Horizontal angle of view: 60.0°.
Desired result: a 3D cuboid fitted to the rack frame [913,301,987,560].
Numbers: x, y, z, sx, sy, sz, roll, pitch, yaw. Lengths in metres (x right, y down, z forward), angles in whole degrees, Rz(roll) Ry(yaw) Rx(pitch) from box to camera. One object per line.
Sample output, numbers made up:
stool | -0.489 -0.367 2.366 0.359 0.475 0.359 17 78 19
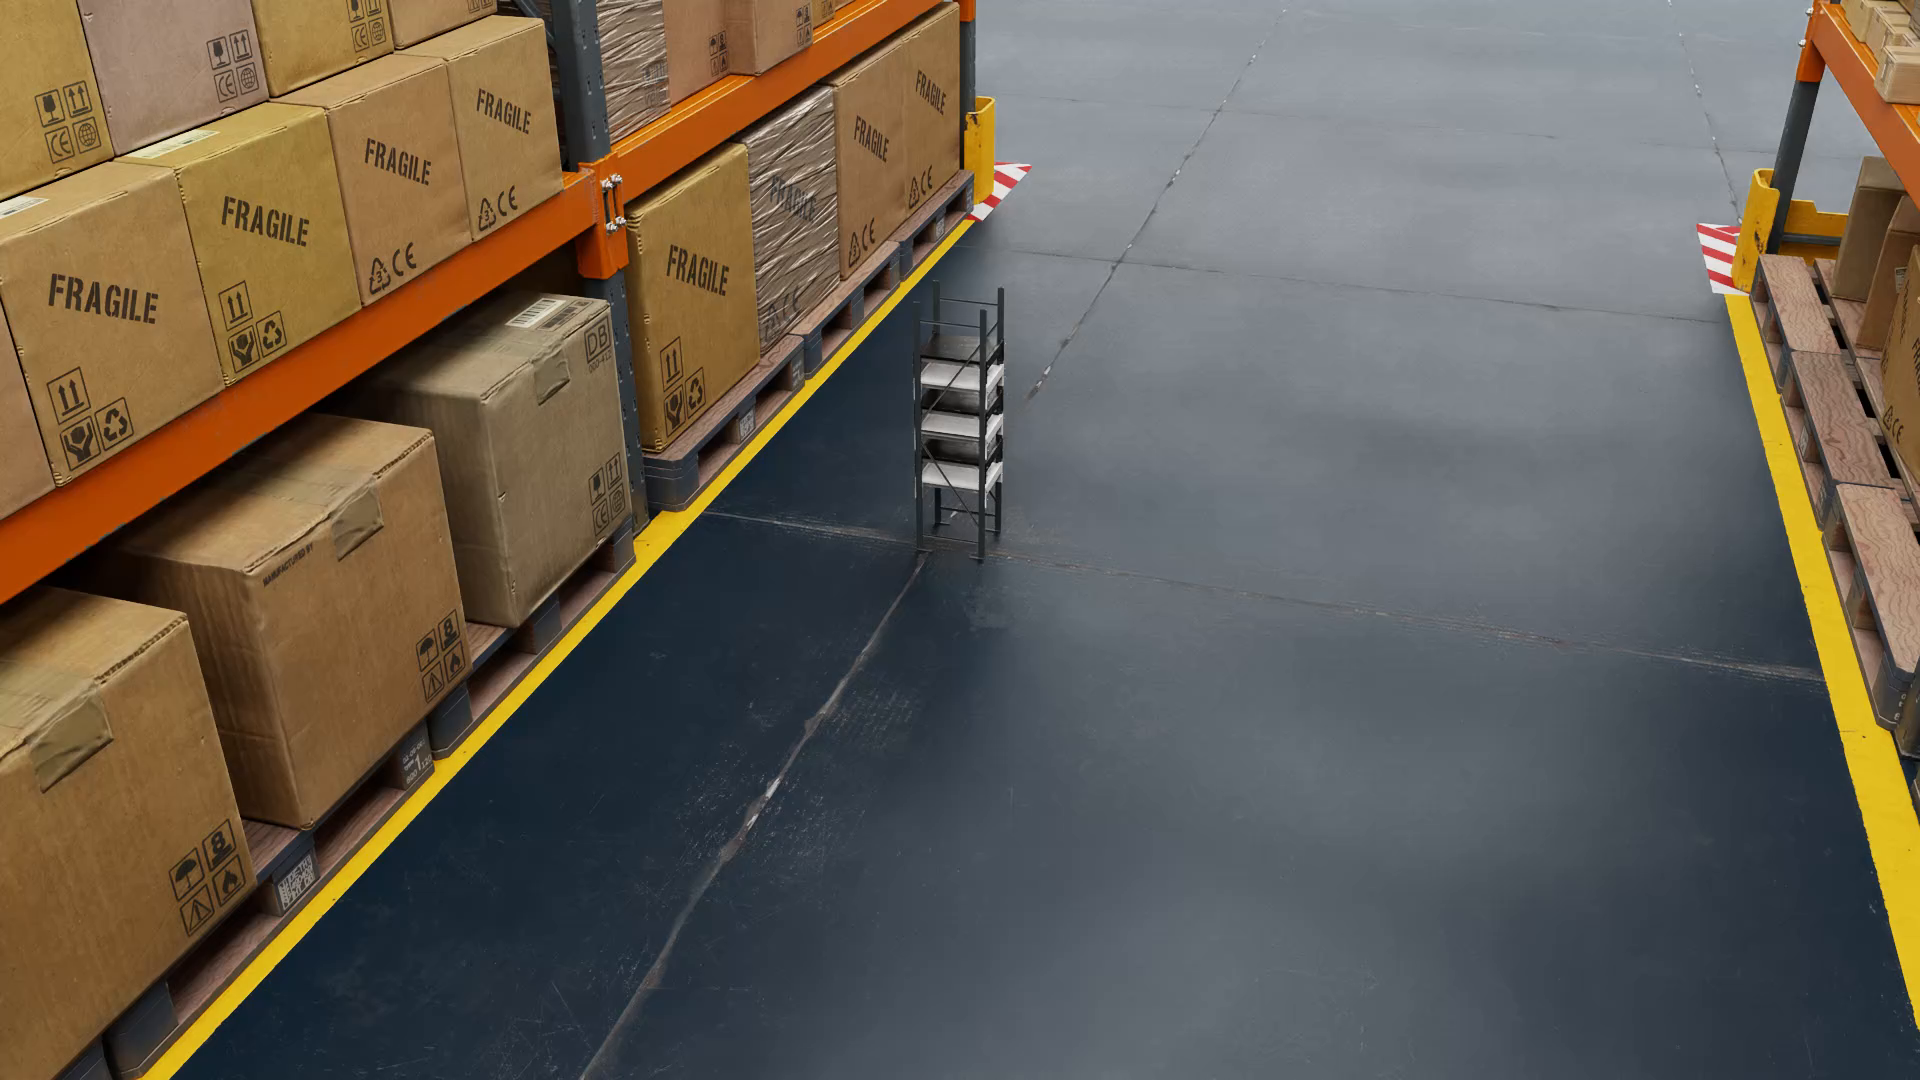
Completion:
rack frame | -0.032 -0.342 5.440 0.240 0.900 0.006 8 30 15

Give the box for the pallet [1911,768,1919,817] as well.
pallet | 2.899 0.924 3.872 1.003 0.211 1.213 8 30 15

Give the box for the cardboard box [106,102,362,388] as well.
cardboard box | -1.780 -0.705 3.828 0.500 0.500 0.500 9 30 15

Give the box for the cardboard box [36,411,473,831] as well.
cardboard box | -1.969 0.137 4.300 1.050 0.750 0.750 8 30 15

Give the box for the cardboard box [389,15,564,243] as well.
cardboard box | -1.484 -1.174 4.672 0.500 0.500 0.500 8 30 15

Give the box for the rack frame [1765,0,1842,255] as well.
rack frame | 4.300 -2.515 7.186 1.000 3.000 0.127 8 30 15

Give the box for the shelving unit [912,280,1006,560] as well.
shelving unit | -0.002 -0.389 5.524 0.258 0.900 0.210 8 30 15

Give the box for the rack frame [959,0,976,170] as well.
rack frame | -0.412 -3.270 8.543 1.000 3.000 0.127 8 30 15

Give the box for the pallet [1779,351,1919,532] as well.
pallet | 3.645 -0.324 6.115 1.003 0.211 1.213 8 30 15

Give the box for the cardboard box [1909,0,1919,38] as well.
cardboard box | 3.892 -1.962 5.782 0.875 0.500 0.500 8 30 15

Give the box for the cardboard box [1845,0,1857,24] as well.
cardboard box | 3.897 -2.194 6.866 0.380 0.149 0.250 8 30 15

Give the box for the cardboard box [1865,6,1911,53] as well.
cardboard box | 3.755 -1.961 6.447 0.380 0.149 0.250 8 30 15

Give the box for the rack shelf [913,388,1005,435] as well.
rack shelf | -0.002 -0.439 5.497 0.258 0.077 0.200 8 30 15

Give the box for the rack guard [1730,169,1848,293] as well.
rack guard | 4.278 -1.388 7.730 1.175 0.500 0.348 8 30 15

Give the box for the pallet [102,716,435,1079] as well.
pallet | -2.097 0.746 4.193 1.003 0.211 1.213 8 30 15

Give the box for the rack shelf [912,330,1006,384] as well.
rack shelf | -0.002 -0.596 5.409 0.258 0.077 0.200 8 30 15

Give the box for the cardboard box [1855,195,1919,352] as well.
cardboard box | 3.958 -1.036 6.666 0.500 0.500 0.500 17 33 28

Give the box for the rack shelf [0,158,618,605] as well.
rack shelf | -2.173 -0.167 3.705 1.077 0.370 4.000 8 30 15

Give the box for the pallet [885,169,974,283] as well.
pallet | -0.572 -1.669 8.533 1.003 0.211 1.213 8 30 15

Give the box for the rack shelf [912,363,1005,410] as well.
rack shelf | -0.002 -0.518 5.453 0.258 0.077 0.200 8 30 15

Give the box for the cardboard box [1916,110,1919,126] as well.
cardboard box | 3.362 -1.384 5.410 0.380 0.149 0.250 8 30 15

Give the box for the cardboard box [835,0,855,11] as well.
cardboard box | -0.903 -2.656 7.284 0.875 0.550 0.550 8 30 15

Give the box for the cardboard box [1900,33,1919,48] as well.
cardboard box | 3.628 -1.725 6.024 0.380 0.149 0.250 8 30 15

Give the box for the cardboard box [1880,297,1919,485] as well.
cardboard box | 3.549 -0.495 5.693 0.500 0.500 0.500 6 30 10

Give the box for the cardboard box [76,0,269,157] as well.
cardboard box | -2.024 -1.186 3.665 0.700 0.500 0.500 9 30 15

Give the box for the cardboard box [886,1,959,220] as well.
cardboard box | -0.548 -2.201 8.374 0.875 0.875 0.875 9 30 15

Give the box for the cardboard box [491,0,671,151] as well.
cardboard box | -1.489 -1.650 5.476 0.875 0.550 0.550 8 30 15

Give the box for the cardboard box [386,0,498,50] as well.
cardboard box | -1.726 -1.660 4.518 0.700 0.500 0.500 8 30 14

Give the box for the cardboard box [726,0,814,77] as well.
cardboard box | -1.078 -2.143 6.362 0.875 0.550 0.550 8 30 15

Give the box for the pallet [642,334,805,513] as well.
pallet | -1.288 -0.535 6.494 1.003 0.211 1.213 8 30 15

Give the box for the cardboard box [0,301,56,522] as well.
cardboard box | -2.075 -0.237 2.988 0.500 0.500 0.500 8 30 15

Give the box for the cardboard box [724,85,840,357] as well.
cardboard box | -1.074 -1.368 6.877 0.875 0.875 0.875 9 30 15
